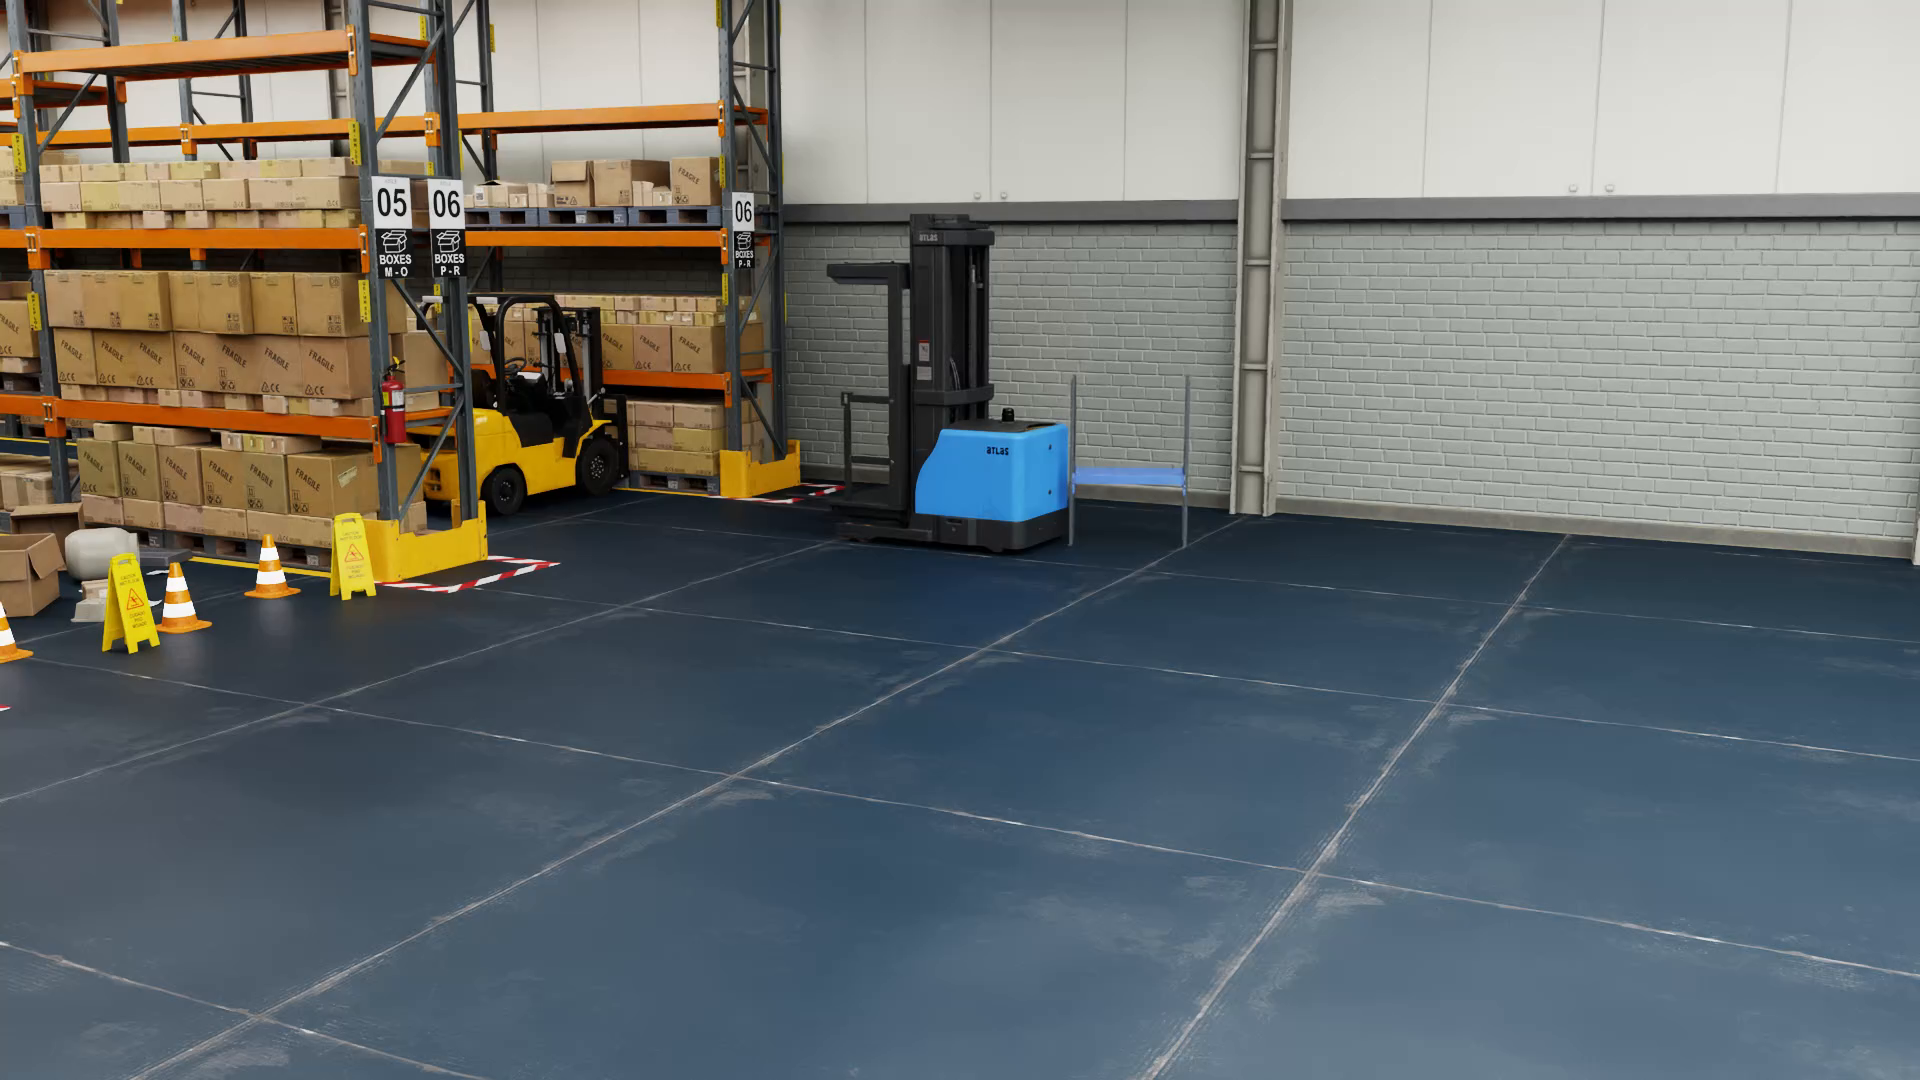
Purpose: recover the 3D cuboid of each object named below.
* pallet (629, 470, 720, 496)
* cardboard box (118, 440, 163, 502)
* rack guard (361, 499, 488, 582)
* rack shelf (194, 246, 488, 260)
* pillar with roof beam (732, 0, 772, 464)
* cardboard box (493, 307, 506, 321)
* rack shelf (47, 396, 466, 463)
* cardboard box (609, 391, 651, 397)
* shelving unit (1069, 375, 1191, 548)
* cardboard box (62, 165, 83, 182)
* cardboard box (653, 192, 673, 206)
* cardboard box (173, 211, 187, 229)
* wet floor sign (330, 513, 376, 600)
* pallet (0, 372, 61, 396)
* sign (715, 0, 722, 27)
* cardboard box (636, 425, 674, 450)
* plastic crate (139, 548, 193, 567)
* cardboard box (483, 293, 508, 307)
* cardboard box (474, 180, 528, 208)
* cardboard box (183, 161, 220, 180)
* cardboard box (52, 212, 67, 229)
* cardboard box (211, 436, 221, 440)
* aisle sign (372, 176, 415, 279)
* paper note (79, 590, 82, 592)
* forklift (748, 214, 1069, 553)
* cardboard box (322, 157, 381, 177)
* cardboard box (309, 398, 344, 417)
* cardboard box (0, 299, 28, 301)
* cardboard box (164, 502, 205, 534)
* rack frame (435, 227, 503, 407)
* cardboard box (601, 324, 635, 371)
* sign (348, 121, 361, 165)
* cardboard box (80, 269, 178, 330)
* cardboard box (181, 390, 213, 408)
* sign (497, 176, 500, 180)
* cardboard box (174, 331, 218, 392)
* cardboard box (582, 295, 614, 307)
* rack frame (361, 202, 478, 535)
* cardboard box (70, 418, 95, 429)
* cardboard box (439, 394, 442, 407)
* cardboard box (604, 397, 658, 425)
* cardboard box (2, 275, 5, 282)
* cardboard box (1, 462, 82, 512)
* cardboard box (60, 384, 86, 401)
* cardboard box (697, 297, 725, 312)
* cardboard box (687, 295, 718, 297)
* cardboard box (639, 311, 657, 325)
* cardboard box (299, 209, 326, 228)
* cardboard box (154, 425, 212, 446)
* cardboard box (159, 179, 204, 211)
[{"bbox_3d":[-2.908,-0.706,18.560,1.213,0.211,1.003,5,11,26],"label":"pallet"},{"bbox_3d":[-7.089,-0.640,14.798,0.500,0.500,0.500,6,12,28],"label":"cardboard box"},{"bbox_3d":[-4.465,-0.008,13.889,0.348,0.500,1.175,5,11,26],"label":"rack guard"},{"bbox_3d":[-7.585,-3.620,20.425,4.000,0.370,1.077,5,11,26],"label":"rack shelf"},{"bbox_3d":[-4.334,-4.488,14.781,0.400,9.000,9.100,5,11,26],"label":"pillar with roof beam"},{"bbox_3d":[-5.143,-2.605,19.119,0.250,0.149,0.380,5,11,26],"label":"cardboard box"},{"bbox_3d":[-6.190,-1.035,14.568,4.000,0.370,1.077,5,11,26],"label":"rack shelf"},{"bbox_3d":[-3.901,-1.560,19.181,0.500,0.250,0.500,5,11,25],"label":"cardboard box"},{"bbox_3d":[1.527,-0.718,15.004,1.048,1.500,0.538,1,10,6],"label":"shelving unit"},{"bbox_3d":[-7.600,-3.199,14.547,0.250,0.149,0.380,5,12,28],"label":"cardboard box"},{"bbox_3d":[-3.081,-3.650,17.817,0.250,0.149,0.380,5,11,24],"label":"cardboard box"},{"bbox_3d":[-6.428,-2.714,14.105,0.250,0.149,0.380,5,11,26],"label":"cardboard box"},{"bbox_3d":[-4.700,0.113,12.816,0.267,0.644,0.232,-10,14,-43],"label":"wet floor sign"},{"bbox_3d":[-8.605,-1.536,15.853,1.213,0.211,1.003,5,11,26],"label":"pallet"},{"bbox_3d":[-2.457,-5.390,16.918,0.005,0.325,0.100,5,11,26],"label":"sign"},{"bbox_3d":[-3.224,-1.154,18.342,0.500,0.250,0.500,5,11,25],"label":"cardboard box"},{"bbox_3d":[-6.939,0.144,14.228,0.583,0.080,0.402,1,10,6],"label":"plastic crate"},{"bbox_3d":[-5.354,-2.779,19.245,0.250,0.149,0.380,5,11,27],"label":"cardboard box"},{"bbox_3d":[-5.153,-3.924,18.874,0.500,0.311,0.500,5,12,27],"label":"cardboard box"},{"bbox_3d":[-6.221,-3.072,13.842,0.250,0.149,0.380,5,12,27],"label":"cardboard box"},{"bbox_3d":[-7.811,-2.835,14.775,0.250,0.149,0.380,5,11,25],"label":"cardboard box"},{"bbox_3d":[-6.420,-0.686,15.054,0.500,0.500,0.500,6,12,29],"label":"cardboard box"},{"bbox_3d":[-4.470,-2.460,13.119,0.004,0.787,0.394,5,11,26],"label":"aisle sign"},{"bbox_3d":[-6.821,0.387,13.056,0.148,0.019,0.142,-10,14,-43],"label":"paper note"},{"bbox_3d":[-0.548,-1.496,15.288,3.031,2.935,1.130,6,12,28],"label":"forklift"},{"bbox_3d":[-4.831,-2.956,13.204,0.250,0.149,0.380,5,11,26],"label":"cardboard box"},{"bbox_3d":[-5.103,-1.106,13.642,0.250,0.149,0.380,5,11,25],"label":"cardboard box"},{"bbox_3d":[-8.945,-1.988,15.516,0.500,0.500,0.500,5,11,26],"label":"cardboard box"},{"bbox_3d":[-6.614,-0.229,14.636,0.500,0.250,0.500,5,11,25],"label":"cardboard box"},{"bbox_3d":[-5.791,-2.340,19.757,0.127,3.000,1.000,5,11,26],"label":"rack frame"},{"bbox_3d":[-3.682,-2.154,18.446,0.500,0.500,0.500,5,11,25],"label":"cardboard box"},{"bbox_3d":[-4.660,-3.056,12.806,0.005,0.325,0.100,5,11,26],"label":"sign"},{"bbox_3d":[-7.237,-2.122,14.626,0.500,0.500,0.700,5,11,26],"label":"cardboard box"},{"bbox_3d":[-6.462,-1.230,14.327,0.250,0.149,0.380,5,11,26],"label":"cardboard box"},{"bbox_3d":[-5.547,-4.198,19.927,0.005,0.325,0.100,5,11,26],"label":"sign"},{"bbox_3d":[-6.346,-1.549,14.272,0.500,0.500,0.500,5,11,26],"label":"cardboard box"},{"bbox_3d":[-3.996,-2.654,18.555,0.250,0.149,0.380,5,11,27],"label":"cardboard box"},{"bbox_3d":[-4.397,-1.232,13.633,0.127,3.000,1.000,5,11,26],"label":"rack frame"},{"bbox_3d":[-11.703,-1.793,22.572,0.500,0.500,0.500,5,11,24],"label":"cardboard box"},{"bbox_3d":[-6.264,-1.417,20.148,0.625,0.625,0.875,6,12,28],"label":"cardboard box"},{"bbox_3d":[-3.672,-1.434,18.487,0.500,0.250,0.500,5,11,27],"label":"cardboard box"},{"bbox_3d":[-14.183,-3.572,24.043,0.500,0.500,0.500,5,11,24],"label":"cardboard box"},{"bbox_3d":[-8.455,-0.502,15.798,0.625,0.372,0.950,5,11,27],"label":"cardboard box"},{"bbox_3d":[-7.843,-1.347,14.977,0.250,0.149,0.380,5,11,26],"label":"cardboard box"},{"bbox_3d":[-2.618,-2.534,17.892,0.250,0.149,0.380,5,11,26],"label":"cardboard box"},{"bbox_3d":[-2.873,-2.645,18.503,0.250,0.149,0.380,5,12,27],"label":"cardboard box"},{"bbox_3d":[-3.304,-2.443,18.222,0.250,0.149,0.380,5,11,25],"label":"cardboard box"},{"bbox_3d":[-5.078,-2.582,13.377,0.250,0.149,0.380,5,11,26],"label":"cardboard box"},{"bbox_3d":[-6.784,-0.919,14.519,0.250,0.149,0.380,6,12,29],"label":"cardboard box"},{"bbox_3d":[-6.347,-2.897,13.998,0.500,0.250,0.500,5,11,26],"label":"cardboard box"}]
